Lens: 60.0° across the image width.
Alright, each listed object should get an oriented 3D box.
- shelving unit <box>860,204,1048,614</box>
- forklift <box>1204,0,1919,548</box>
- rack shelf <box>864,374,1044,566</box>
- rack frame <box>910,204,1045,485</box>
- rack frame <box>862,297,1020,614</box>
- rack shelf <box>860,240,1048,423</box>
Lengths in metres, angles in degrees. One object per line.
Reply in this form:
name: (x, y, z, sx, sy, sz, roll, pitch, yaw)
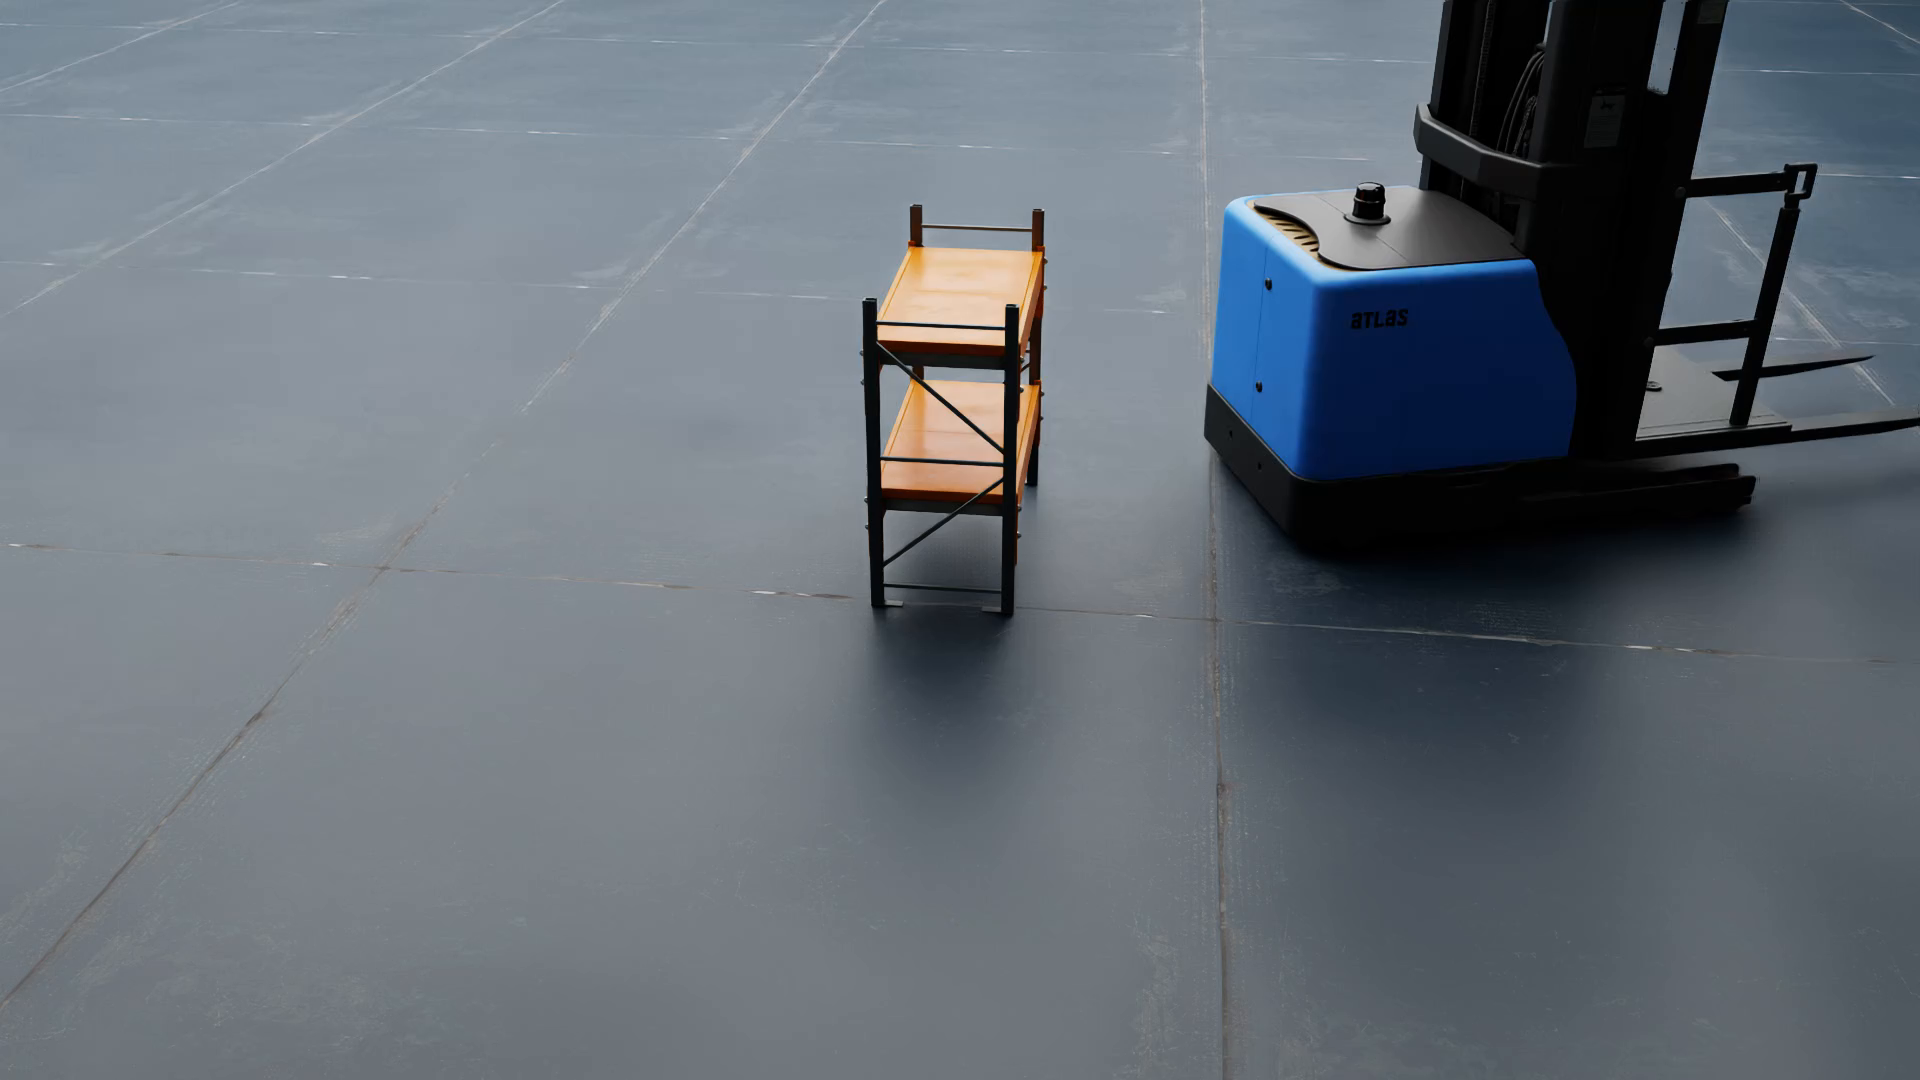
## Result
shelving unit: (0.001, -0.498, 5.989, 0.538, 1.125, 1.048, 3, 28, 6)
forklift: (2.584, -1.613, 6.154, 3.031, 2.935, 1.130, -6, 29, -11)
rack shelf: (0.001, -0.283, 6.105, 0.538, 0.278, 1.000, 3, 28, 6)
rack frame: (0.063, -0.738, 6.433, 0.500, 1.125, 0.032, 3, 28, 6)
rack frame: (-0.061, -0.259, 5.545, 0.500, 1.125, 0.032, 3, 28, 6)
rack shelf: (0.001, -0.756, 5.850, 0.538, 0.278, 1.000, 3, 28, 6)
